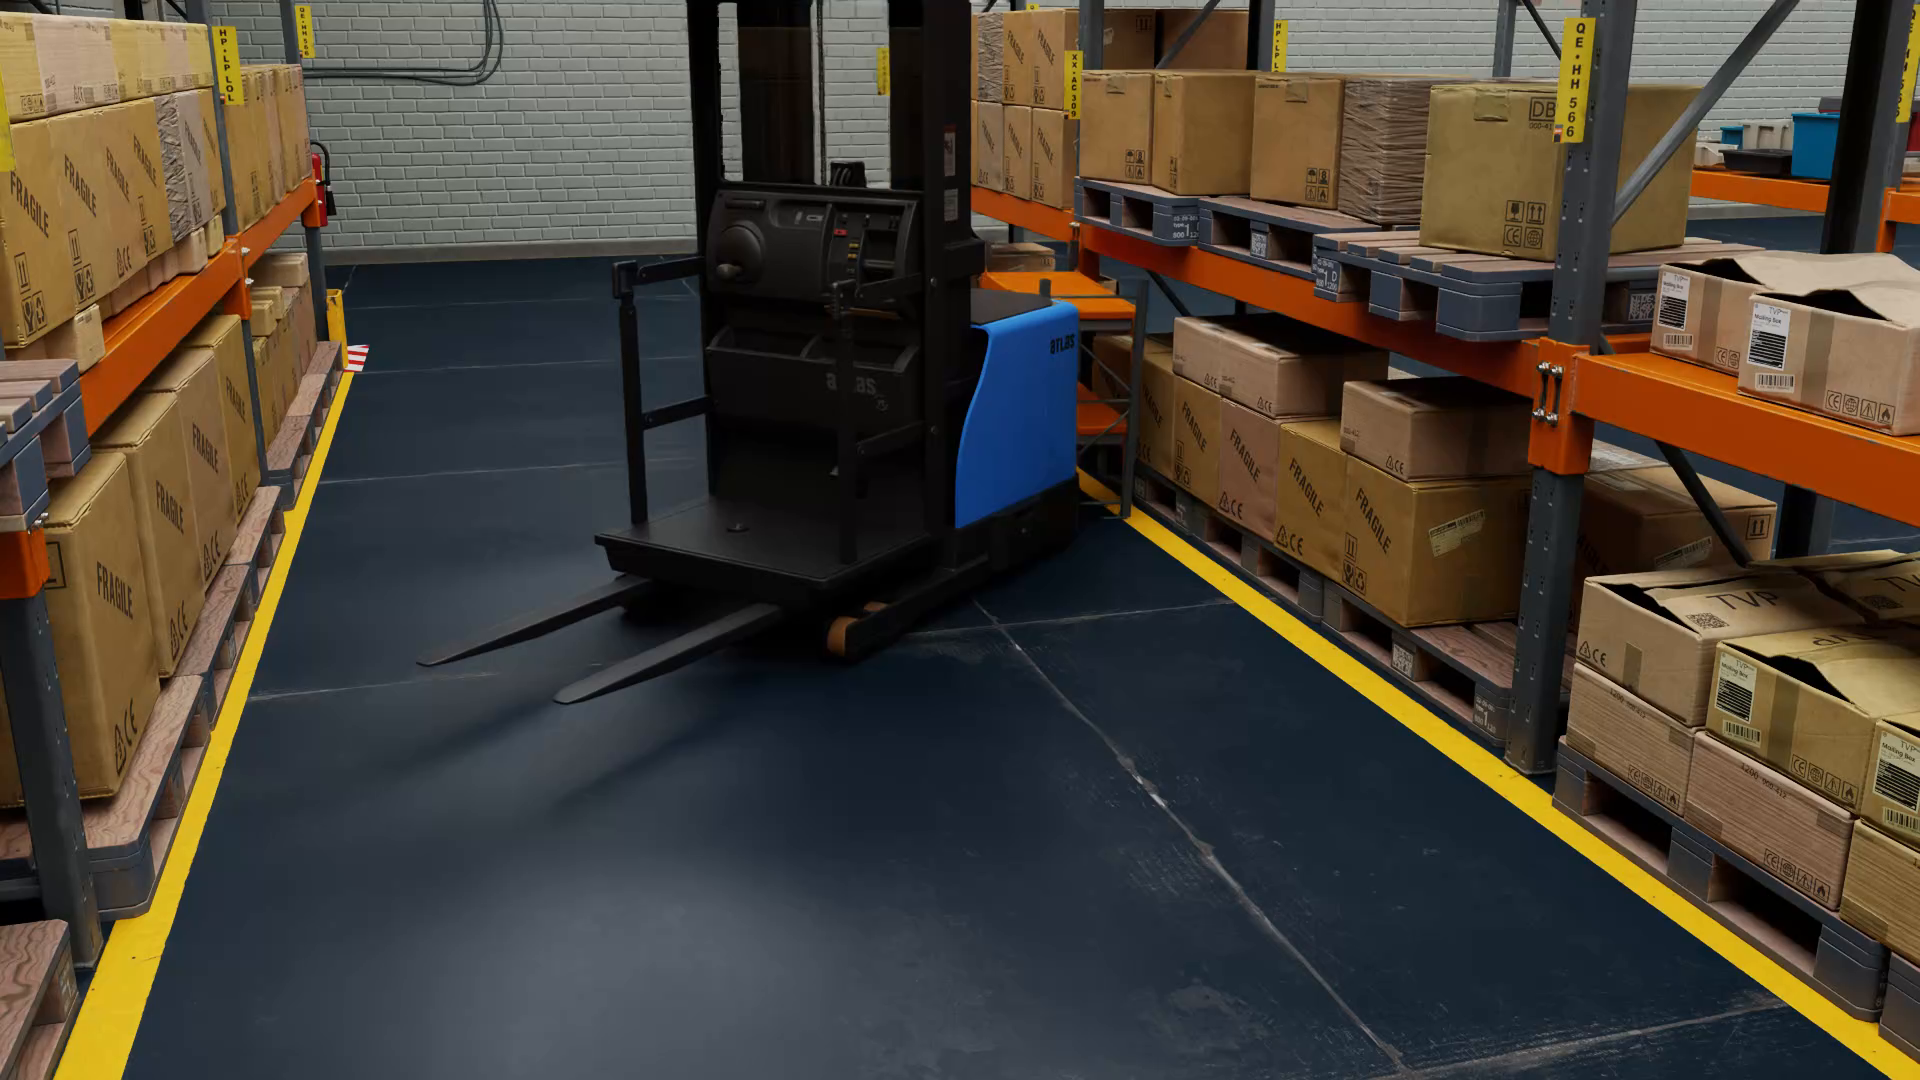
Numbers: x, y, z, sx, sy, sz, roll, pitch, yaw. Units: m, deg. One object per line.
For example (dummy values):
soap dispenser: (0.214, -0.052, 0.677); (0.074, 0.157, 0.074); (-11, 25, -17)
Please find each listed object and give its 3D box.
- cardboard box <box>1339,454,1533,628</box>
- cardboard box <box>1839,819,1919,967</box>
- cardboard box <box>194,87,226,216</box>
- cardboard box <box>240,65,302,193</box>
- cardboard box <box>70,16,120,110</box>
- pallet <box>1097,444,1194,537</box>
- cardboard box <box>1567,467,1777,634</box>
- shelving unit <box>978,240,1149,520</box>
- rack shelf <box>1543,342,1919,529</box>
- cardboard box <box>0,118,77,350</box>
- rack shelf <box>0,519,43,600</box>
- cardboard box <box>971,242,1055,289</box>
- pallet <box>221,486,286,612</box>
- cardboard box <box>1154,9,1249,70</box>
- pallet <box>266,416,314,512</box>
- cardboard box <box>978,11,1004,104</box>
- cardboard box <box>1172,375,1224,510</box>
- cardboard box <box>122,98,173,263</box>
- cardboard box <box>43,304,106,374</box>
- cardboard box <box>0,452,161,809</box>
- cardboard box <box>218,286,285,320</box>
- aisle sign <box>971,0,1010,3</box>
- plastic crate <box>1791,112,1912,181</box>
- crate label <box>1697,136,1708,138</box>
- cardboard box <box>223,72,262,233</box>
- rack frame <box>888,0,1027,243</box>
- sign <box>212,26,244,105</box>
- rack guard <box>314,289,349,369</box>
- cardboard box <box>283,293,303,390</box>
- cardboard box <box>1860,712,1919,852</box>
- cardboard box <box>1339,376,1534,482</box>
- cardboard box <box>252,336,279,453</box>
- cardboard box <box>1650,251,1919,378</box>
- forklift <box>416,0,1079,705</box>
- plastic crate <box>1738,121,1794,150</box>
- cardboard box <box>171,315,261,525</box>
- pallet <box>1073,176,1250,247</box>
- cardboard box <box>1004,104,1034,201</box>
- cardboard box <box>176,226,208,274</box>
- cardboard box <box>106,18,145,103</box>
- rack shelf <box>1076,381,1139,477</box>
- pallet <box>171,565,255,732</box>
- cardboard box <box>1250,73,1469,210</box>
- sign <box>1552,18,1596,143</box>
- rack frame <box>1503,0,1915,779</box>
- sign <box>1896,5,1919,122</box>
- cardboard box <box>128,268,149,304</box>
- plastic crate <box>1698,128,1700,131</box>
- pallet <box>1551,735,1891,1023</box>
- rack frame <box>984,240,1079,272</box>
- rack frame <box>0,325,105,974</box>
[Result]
cardboard box: (1.699, -0.024, 5.897); (0.500, 0.500, 0.500); (-4, 17, -13)
cardboard box: (2.331, 0.796, 3.637); (0.500, 0.250, 0.500); (-5, 17, -17)
cardboard box: (-3.310, -1.576, 6.758); (0.500, 0.500, 0.500); (-5, 17, -16)
cardboard box: (-4.418, -2.393, 9.683); (0.980, 0.700, 0.700); (-5, 17, -16)
cardboard box: (-2.747, -1.369, 4.766); (0.500, 0.250, 0.500); (-5, 17, -15)
pallet: (1.342, -0.319, 8.146); (1.003, 0.211, 1.213); (-5, 17, -15)
cardboard box: (2.331, 0.068, 5.592); (0.500, 0.500, 0.500); (-4, 17, -13)
shelving unit: (0.452, -0.794, 8.010); (0.538, 1.125, 1.048); (-2, 20, -14)
rack shelf: (2.731, 0.128, 3.063); (1.077, 0.370, 4.000); (-5, 17, -15)
cardboard box: (-2.468, -0.732, 3.948); (0.500, 0.500, 0.500); (-4, 17, -14)
rack shelf: (-2.031, 0.521, 1.755); (1.077, 0.370, 4.000); (-5, 17, -15)
cardboard box: (0.369, -1.865, 12.028); (0.500, 0.500, 0.500); (-5, 17, -15)
pallet: (-3.395, 0.059, 6.888); (1.003, 0.211, 1.213); (-5, 17, -15)
cardboard box: (1.223, -2.556, 8.834); (0.500, 0.500, 0.500); (-4, 17, -14)
pallet: (-3.813, -0.365, 8.299); (1.003, 0.211, 1.213); (-5, 17, -15)
cardboard box: (0.413, -2.803, 9.659); (0.500, 0.500, 0.500); (-5, 17, -15)
cardboard box: (1.268, -0.451, 7.321); (0.500, 0.500, 0.500); (-4, 17, -15)
cardboard box: (-2.889, -1.158, 5.368); (0.500, 0.500, 0.500); (-4, 17, -14)
cardboard box: (-2.501, -0.526, 4.392); (0.380, 0.149, 0.250); (-4, 17, -14)
cardboard box: (-2.656, 0.237, 4.454); (0.750, 0.750, 0.750); (-5, 17, -16)
cardboard box: (-3.849, -1.267, 8.943); (0.380, 0.149, 0.250); (-5, 17, -17)
aisle sign: (0.259, -4.271, 11.937); (0.394, 0.787, 0.004); (-5, 17, -15)
plastic crate: (5.390, -2.390, 10.118); (0.392, 0.384, 0.575); (-5, 17, -15)
crate label: (5.311, -2.908, 12.273); (0.396, 0.136, 0.243); (-5, 17, -15)
cardboard box: (-3.813, -1.779, 7.638); (0.980, 0.700, 0.700); (-4, 17, -14)
rack frame: (-0.017, -2.983, 12.168); (1.000, 3.000, 0.127); (-5, 17, -15)
sign: (-3.160, -2.046, 7.174); (0.100, 0.325, 0.005); (-5, 17, -15)
rack guard: (-4.785, -1.400, 11.242); (1.175, 0.500, 0.348); (-5, 17, -15)
cardboard box: (-4.214, -1.131, 9.618); (0.700, 0.500, 0.500); (-5, 18, -17)
cardboard box: (2.334, 0.531, 3.544); (0.500, 0.311, 0.500); (-5, 17, -17)
cardboard box: (1.679, -0.398, 5.840); (0.500, 0.250, 0.500); (-4, 17, -13)
cardboard box: (-3.786, -0.703, 8.192); (0.700, 0.500, 0.500); (-4, 17, -15)
cardboard box: (2.240, -0.623, 4.467); (0.500, 0.311, 0.500); (-4, 17, -12)
forklift: (-0.678, -1.116, 6.072); (1.130, 2.935, 3.031); (10, 19, 30)
plastic crate: (5.604, -2.676, 11.248); (0.437, 0.282, 0.530); (-5, 17, -15)
cardboard box: (-3.376, -0.486, 6.862); (0.750, 0.750, 0.750); (-4, 17, -15)
pallet: (1.197, -1.555, 7.747); (1.003, 0.211, 1.213); (-5, 17, -15)
cardboard box: (0.555, -2.185, 9.337); (0.500, 0.500, 0.500); (-4, 17, -14)
cardboard box: (-3.065, -1.090, 6.269); (0.380, 0.149, 0.250); (-5, 17, -15)
cardboard box: (-2.893, -1.510, 5.234); (0.500, 0.250, 0.500); (-5, 17, -16)
rack shelf: (0.441, -0.563, 8.091); (0.538, 0.278, 1.000); (-2, 20, -14)
pallet: (-3.056, 0.397, 5.762); (1.003, 0.211, 1.213); (-5, 17, -15)
cardboard box: (1.627, -1.641, 6.799); (0.700, 0.500, 0.500); (-10, 19, -29)
sign: (1.663, -1.241, 4.494); (0.100, 0.325, 0.005); (-5, 17, -15)
rack frame: (2.182, -0.770, 4.801); (1.000, 3.000, 0.127); (-5, 17, -15)
sign: (2.714, -1.369, 4.783); (0.100, 0.325, 0.005); (-5, 17, -15)
cardboard box: (-2.945, -0.872, 5.544); (0.380, 0.149, 0.250); (-4, 17, -14)
plastic crate: (4.942, -2.780, 11.681); (0.416, 0.233, 0.300); (-5, 17, -15)
pallet: (2.370, 0.796, 4.434); (1.003, 0.211, 1.213); (-5, 17, -15)
rack frame: (0.330, -0.962, 8.474); (0.500, 1.125, 0.032); (-2, 20, -14)
rack frame: (-2.580, -0.377, 3.494); (1.000, 3.000, 0.127); (-5, 17, -15)
